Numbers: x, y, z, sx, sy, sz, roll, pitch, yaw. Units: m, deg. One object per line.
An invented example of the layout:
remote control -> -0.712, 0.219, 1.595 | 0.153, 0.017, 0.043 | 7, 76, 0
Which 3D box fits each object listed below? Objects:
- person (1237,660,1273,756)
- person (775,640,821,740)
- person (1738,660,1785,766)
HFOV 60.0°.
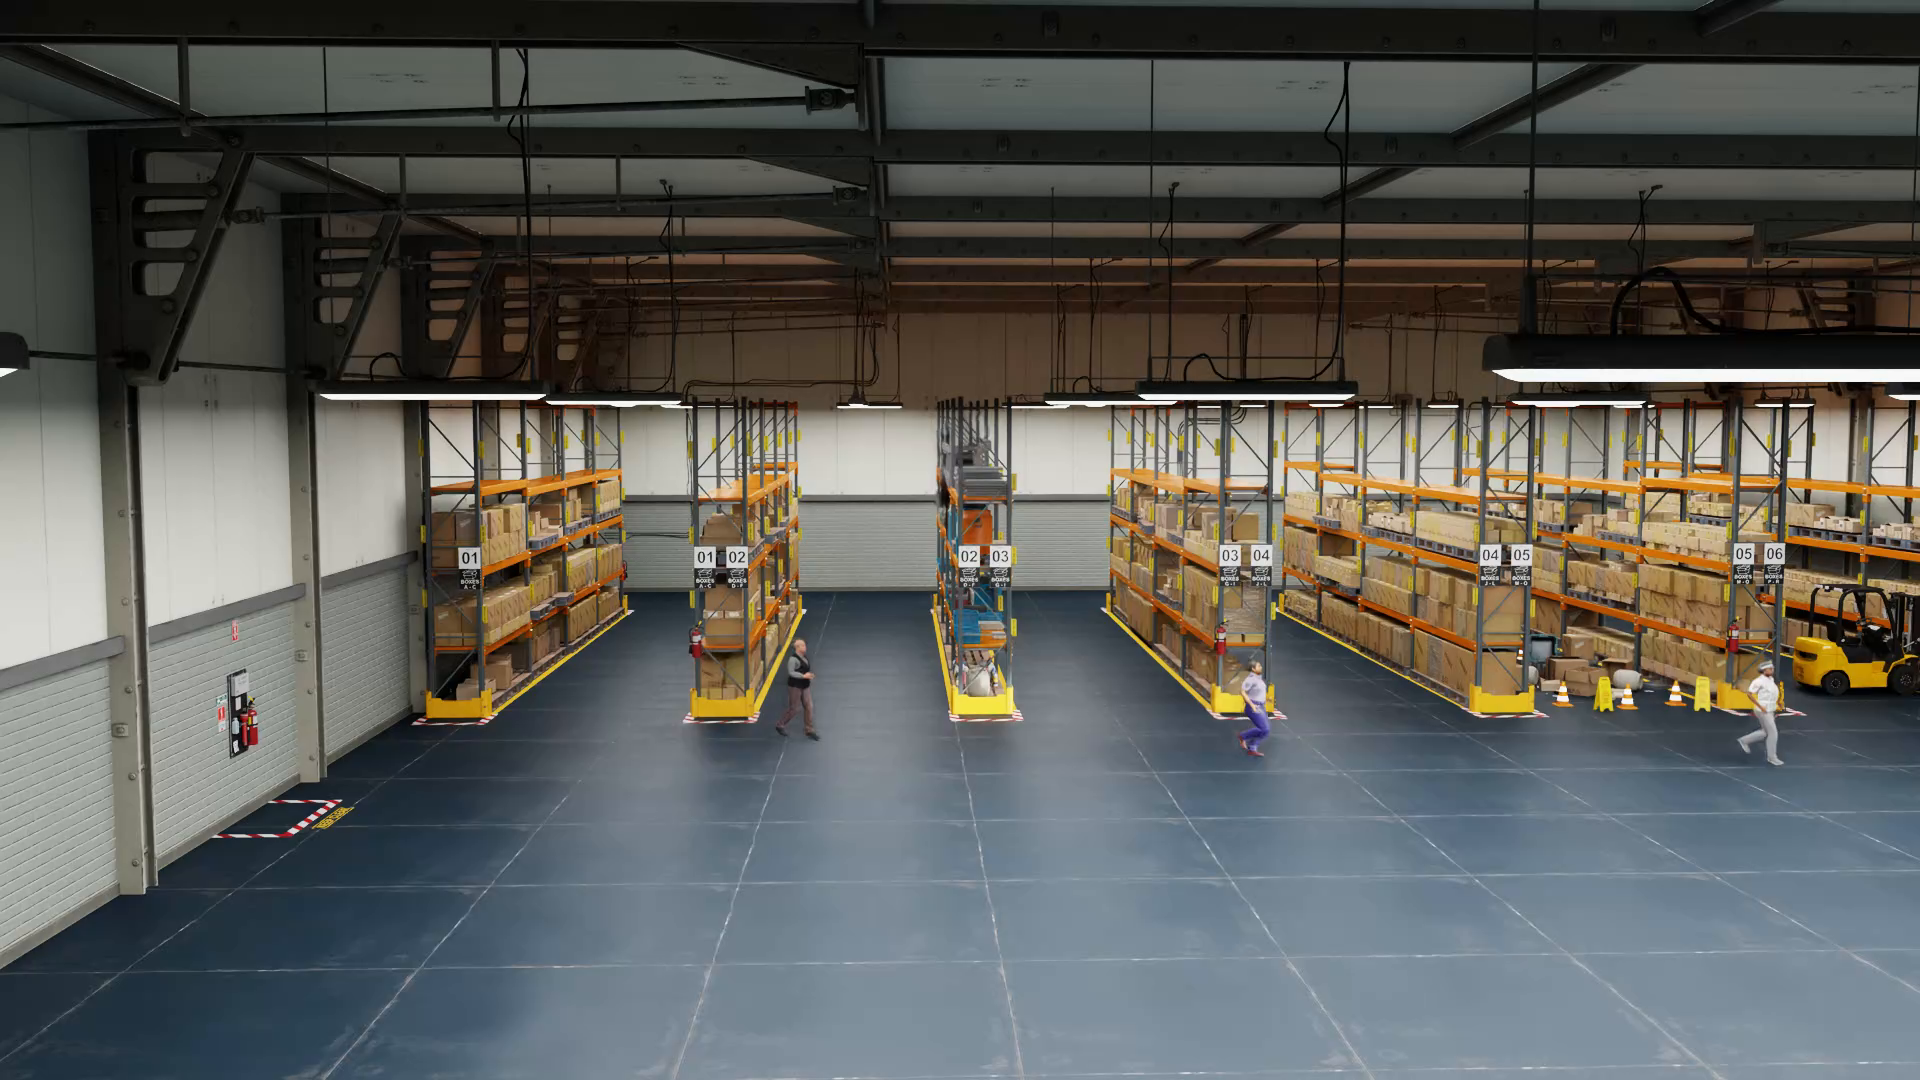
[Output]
person -> 4.912, 2.798, 27.612 | 0.549, 1.602, 0.608 | 2, 5, 25
person -> -2.836, 2.620, 29.058 | 0.827, 1.772, 0.670 | 2, 5, 24
person -> 13.102, 2.793, 27.152 | 0.567, 1.697, 0.779 | -4, 6, -40
